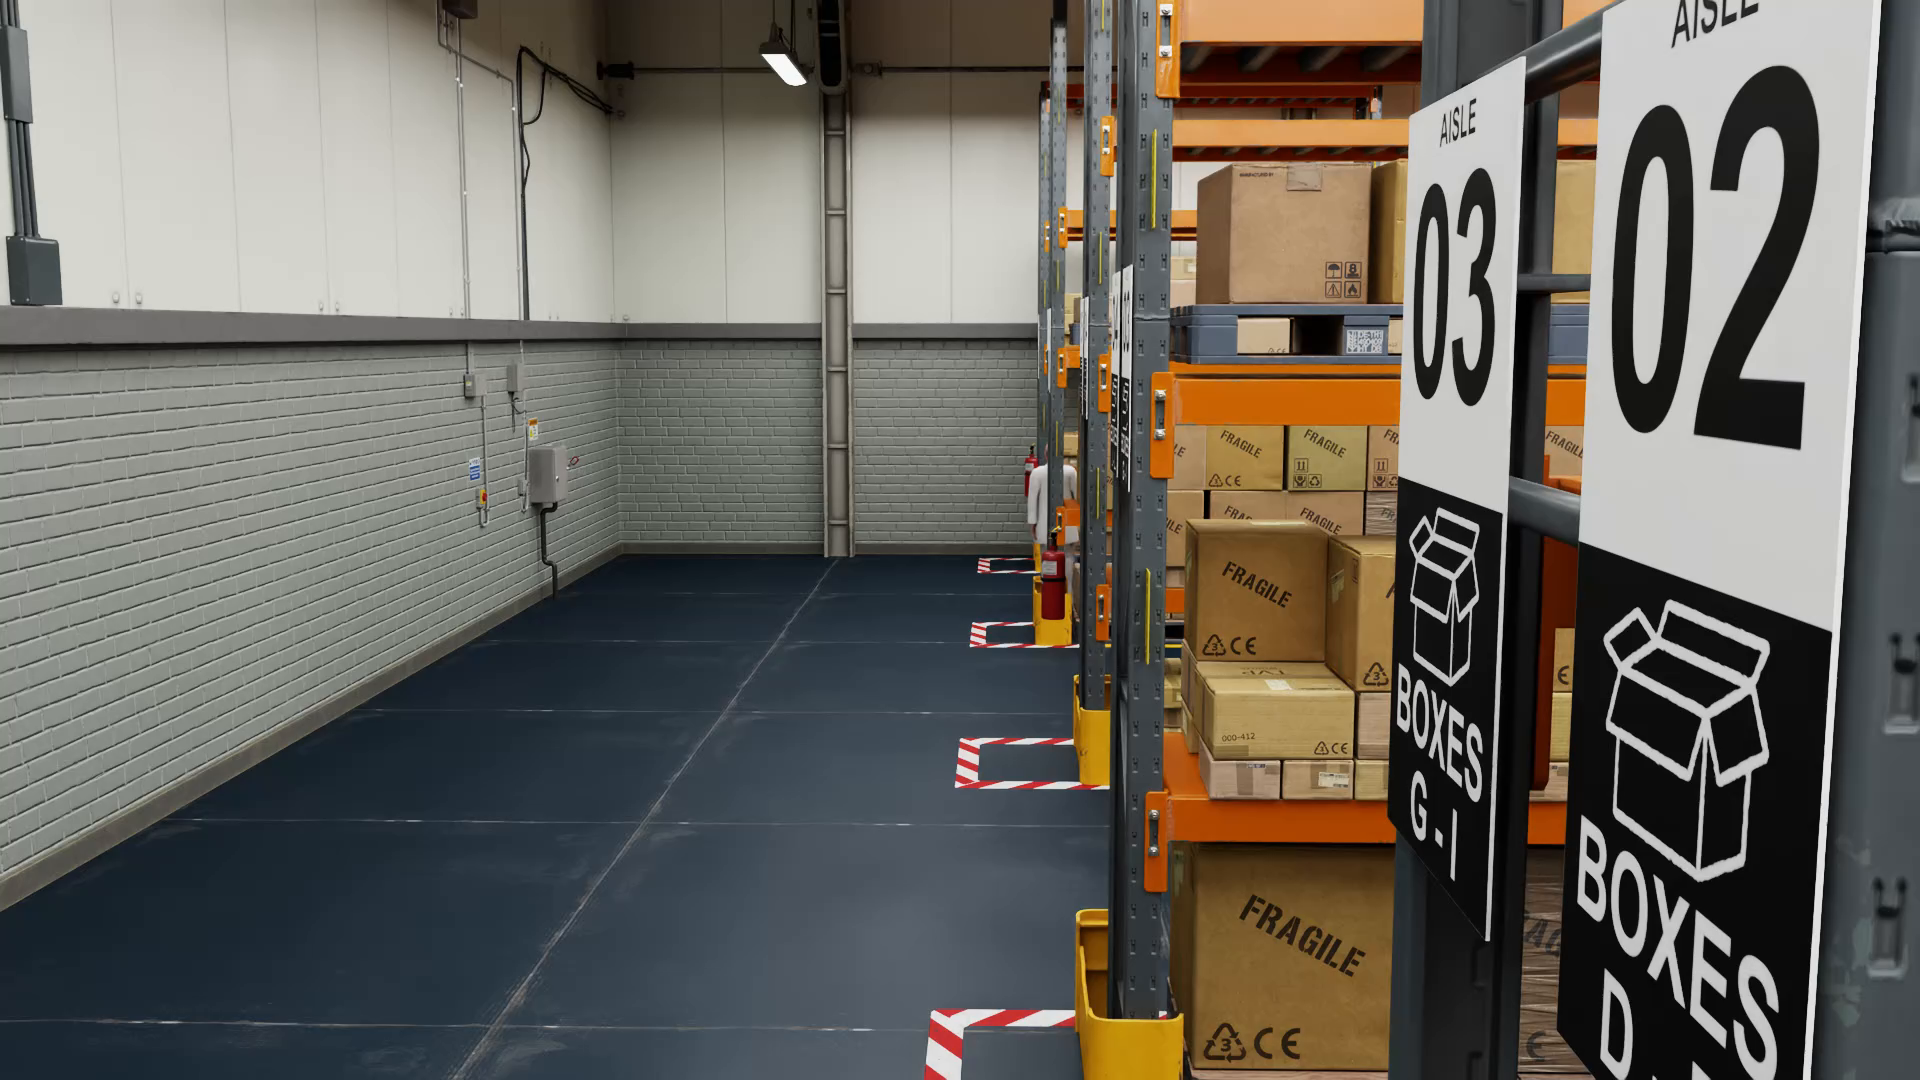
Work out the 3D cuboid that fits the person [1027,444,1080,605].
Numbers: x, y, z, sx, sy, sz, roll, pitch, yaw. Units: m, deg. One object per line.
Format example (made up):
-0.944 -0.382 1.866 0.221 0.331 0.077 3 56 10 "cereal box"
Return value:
1.056 -0.179 18.139 0.645 1.802 0.458 0 7 1 "person"
